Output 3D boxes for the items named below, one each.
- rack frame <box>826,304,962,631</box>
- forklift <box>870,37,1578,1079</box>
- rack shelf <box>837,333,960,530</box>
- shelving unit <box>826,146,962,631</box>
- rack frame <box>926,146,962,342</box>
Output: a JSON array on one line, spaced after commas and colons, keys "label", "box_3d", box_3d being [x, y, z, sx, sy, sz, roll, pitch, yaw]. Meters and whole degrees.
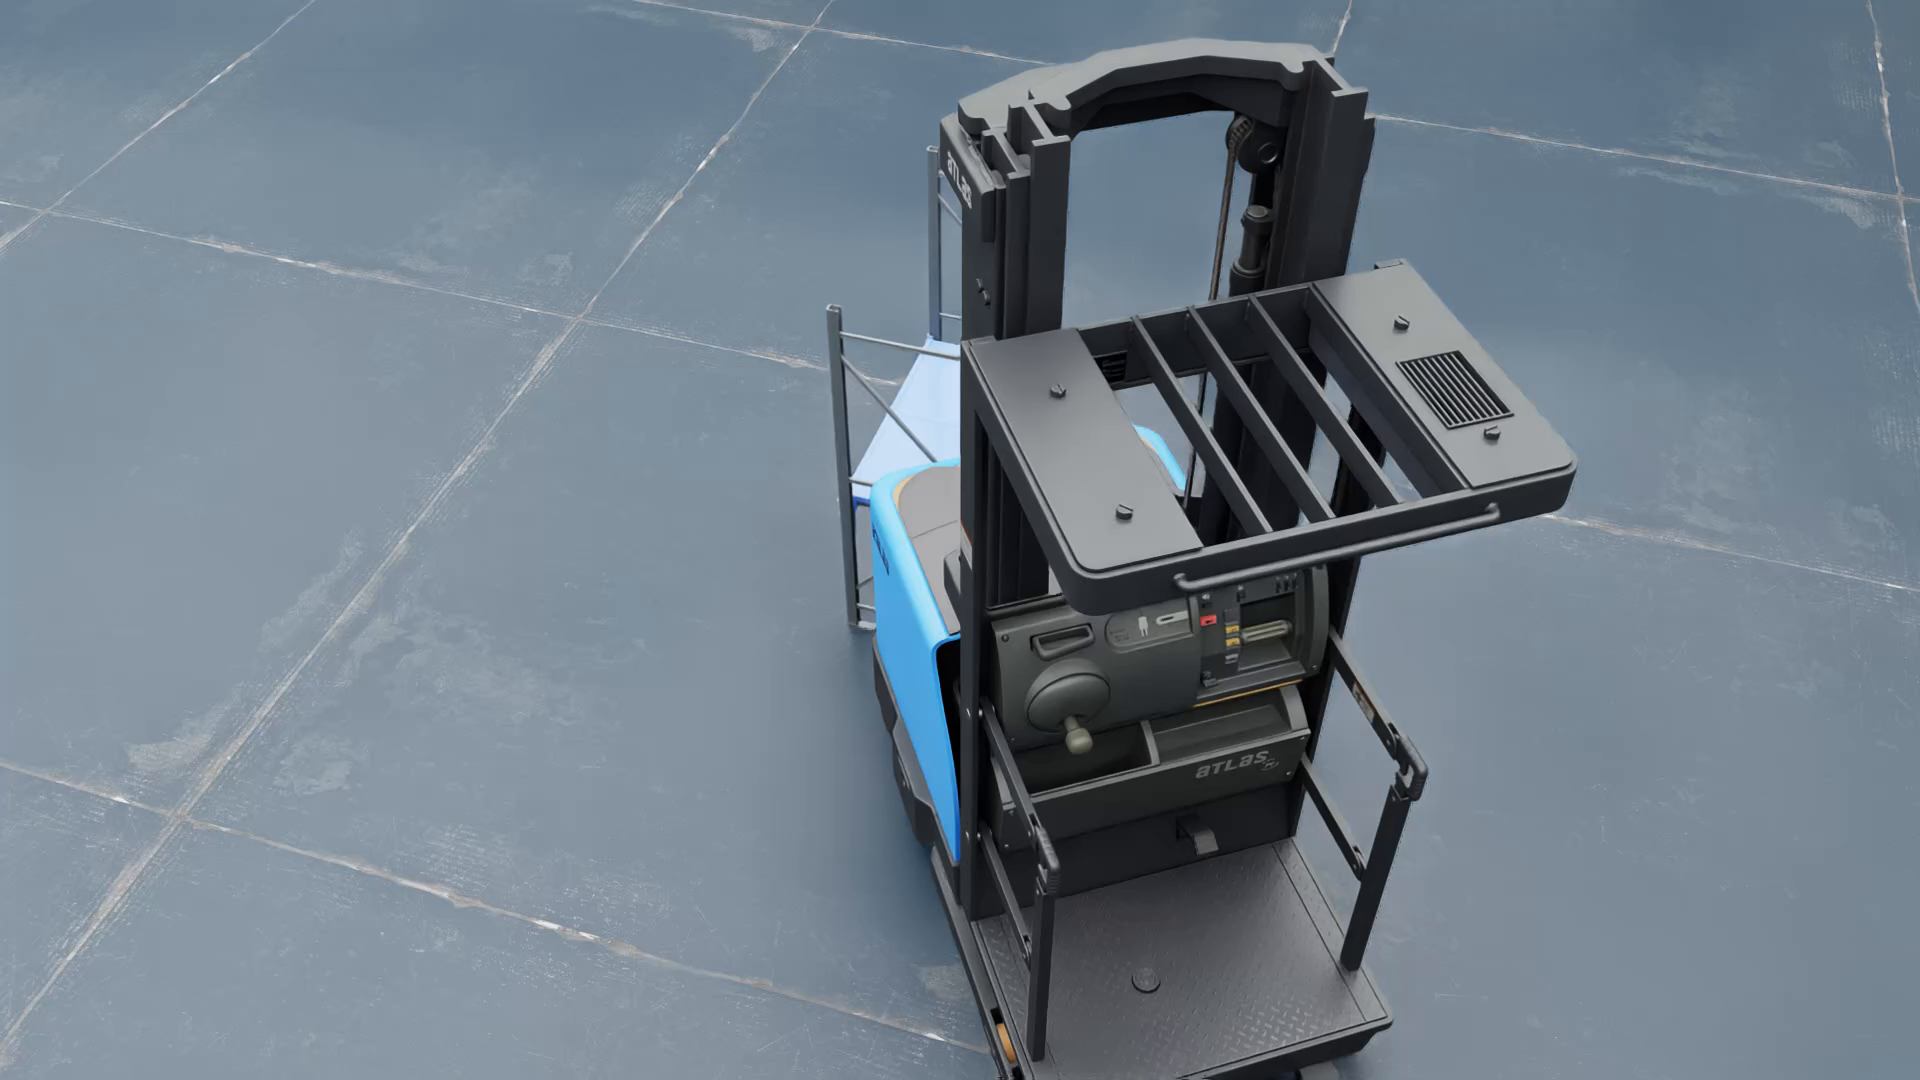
[{"label": "rack frame", "box_3d": [-0.191, -0.165, 5.847, 0.500, 1.500, 0.032, 13, 46, 13]}, {"label": "forklift", "box_3d": [0.608, 0.393, 4.253, 1.130, 2.935, 3.031, -12, 46, -12]}, {"label": "rack shelf", "box_3d": [-0.036, -0.375, 6.318, 0.538, 0.185, 1.000, 13, 46, 13]}, {"label": "shelving unit", "box_3d": [-0.036, -0.504, 6.193, 0.538, 1.500, 1.048, 13, 46, 13]}, {"label": "rack frame", "box_3d": [0.120, -0.842, 6.538, 0.500, 1.500, 0.032, 13, 46, 13]}]
